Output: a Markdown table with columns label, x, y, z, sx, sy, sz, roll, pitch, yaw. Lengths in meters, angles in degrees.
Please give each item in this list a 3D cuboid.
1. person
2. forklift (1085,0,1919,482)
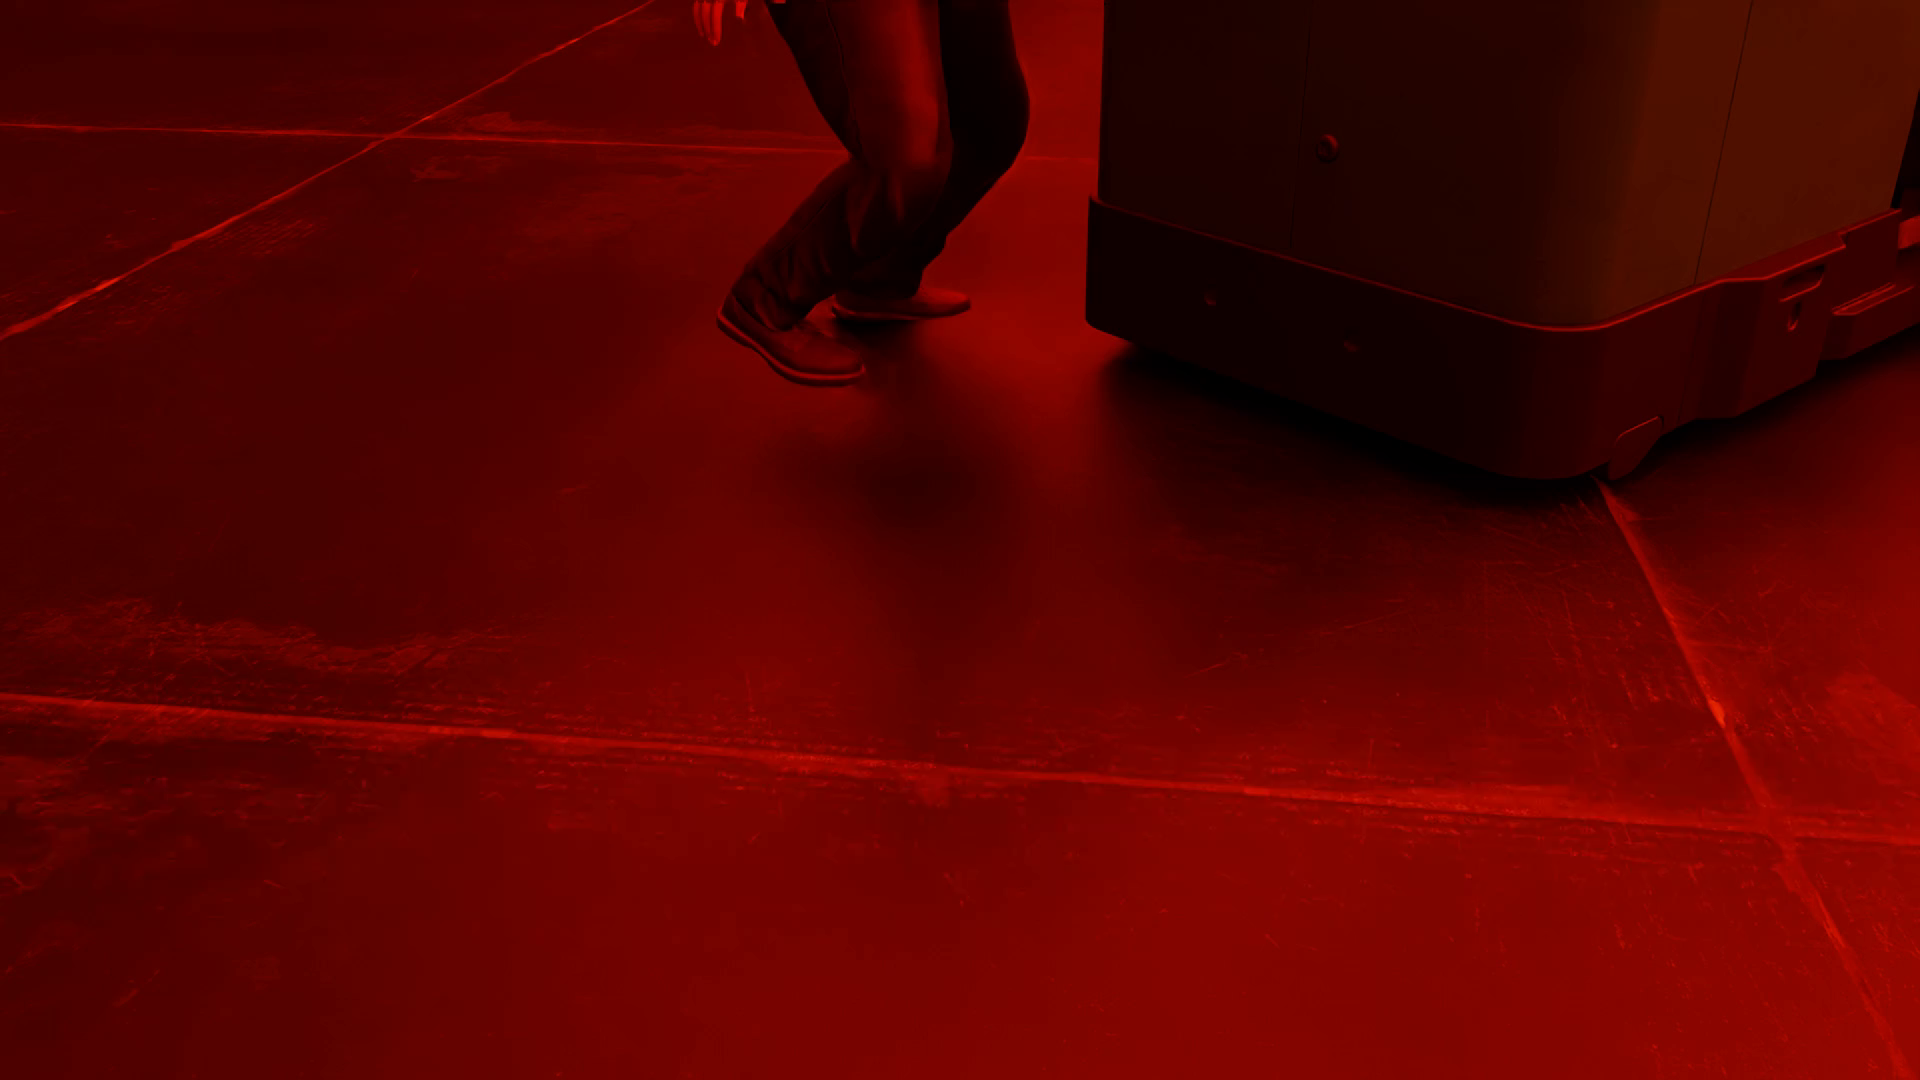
| label | x | y | z | sx | sy | sz | roll | pitch | yaw |
| --- | --- | --- | --- | --- | --- | --- | --- | --- | --- |
| person | -0.128 | -1.005 | 2.801 | 0.541 | 1.562 | 0.850 | 15 | 30 | 28 |
| forklift | 1.692 | -1.933 | 3.091 | 3.031 | 2.935 | 1.130 | -21 | 33 | -35 |
